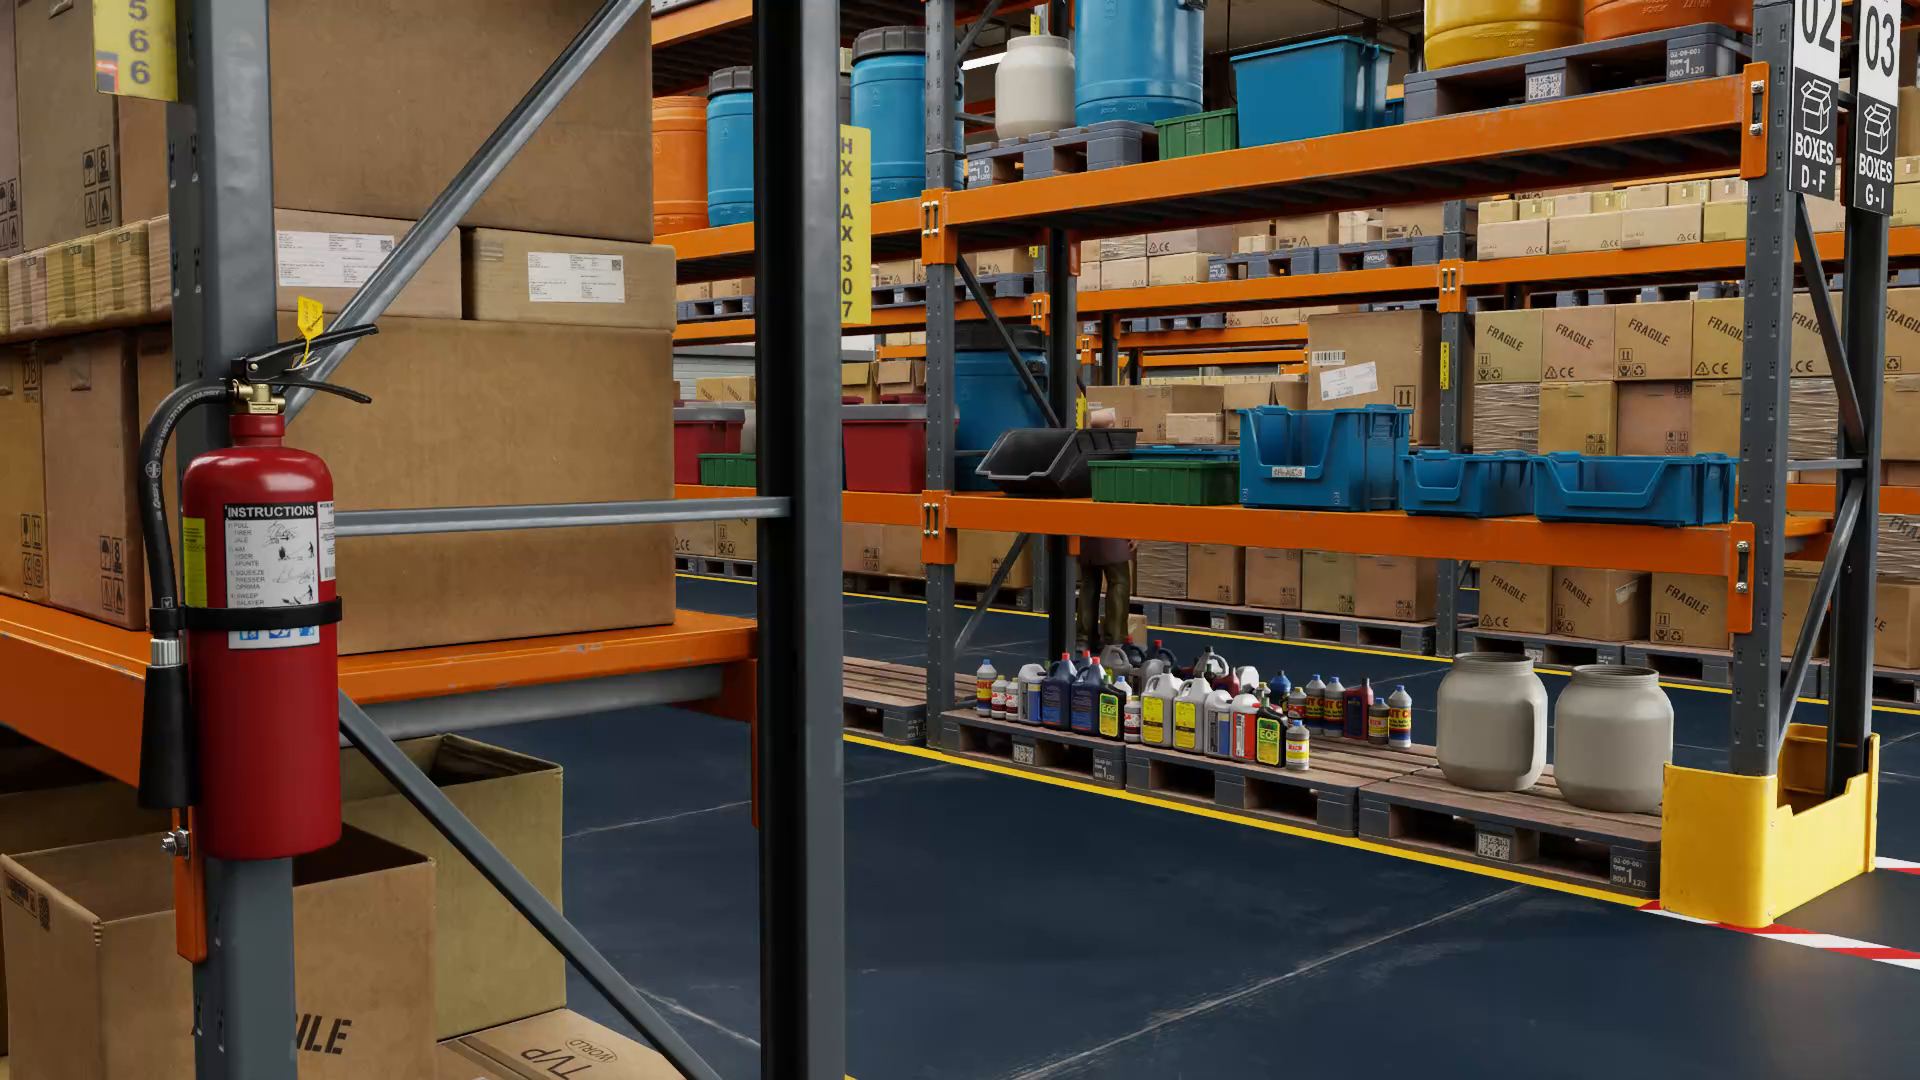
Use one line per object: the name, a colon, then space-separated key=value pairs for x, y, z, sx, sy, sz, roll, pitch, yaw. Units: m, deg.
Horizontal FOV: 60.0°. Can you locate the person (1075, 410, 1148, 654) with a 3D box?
person: x=1.032 y=-0.062 z=12.176 sx=0.652 sy=1.773 sz=0.427 roll=3 pitch=5 yaw=42
